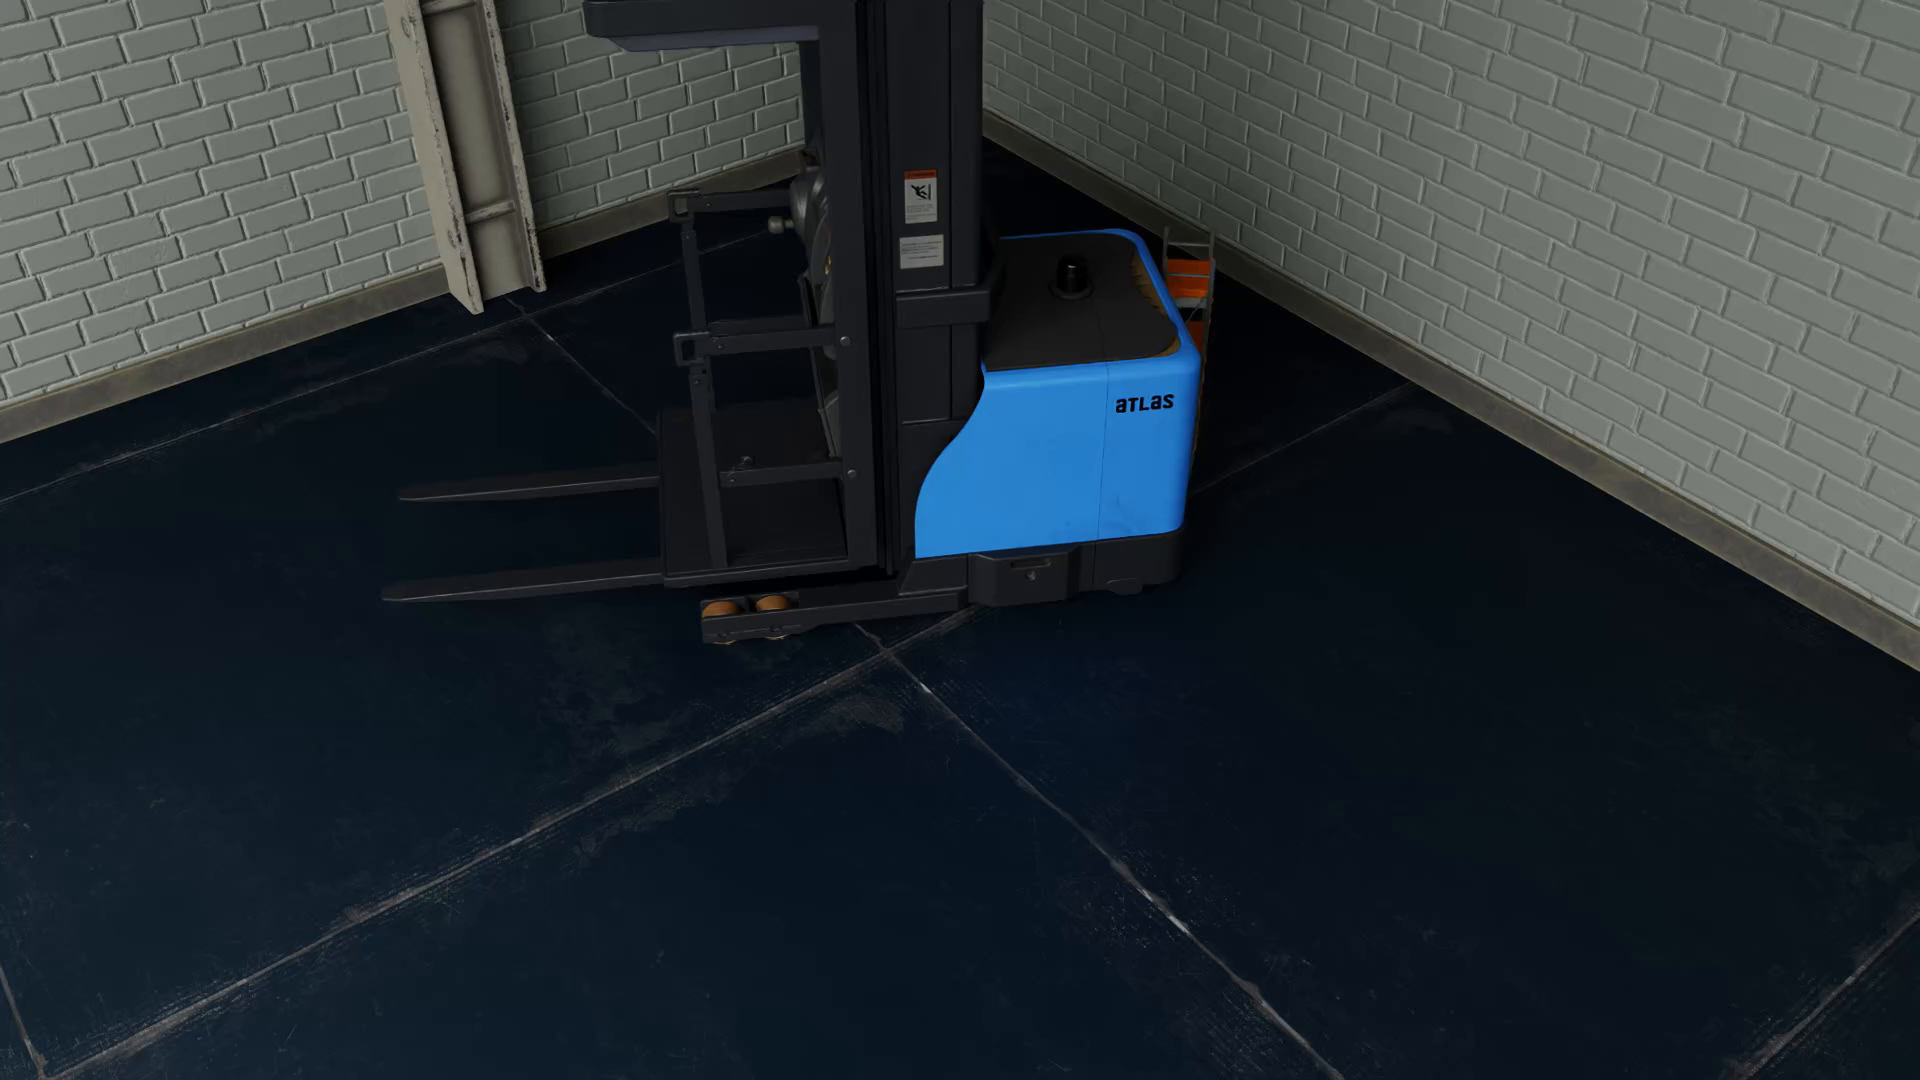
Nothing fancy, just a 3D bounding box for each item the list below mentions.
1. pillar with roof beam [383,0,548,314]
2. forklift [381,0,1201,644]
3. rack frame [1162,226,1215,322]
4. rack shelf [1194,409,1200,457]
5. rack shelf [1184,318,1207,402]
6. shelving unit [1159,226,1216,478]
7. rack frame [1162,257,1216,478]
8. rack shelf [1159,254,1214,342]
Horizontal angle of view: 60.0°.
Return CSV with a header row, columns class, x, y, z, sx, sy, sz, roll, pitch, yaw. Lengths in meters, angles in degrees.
class,x,y,z,sx,sy,sz,roll,pitch,yaw
pillar with roof beam,0.324,-2.563,2.779,0.400,9.000,9.100,-26,46,-28
forklift,-0.691,-1.100,5.780,3.031,2.935,1.130,-6,40,-7
rack frame,0.913,-0.834,6.939,0.200,1.050,0.008,4,40,5
rack shelf,0.900,-0.534,7.028,0.215,0.259,0.240,4,40,5
rack shelf,0.900,-0.749,6.852,0.215,0.259,0.240,4,40,5
shelving unit,0.900,-0.757,6.845,0.215,1.050,0.252,4,40,5
rack frame,0.887,-0.680,6.751,0.200,1.050,0.008,4,40,5
rack shelf,0.900,-0.968,6.672,0.215,0.259,0.240,4,40,5
